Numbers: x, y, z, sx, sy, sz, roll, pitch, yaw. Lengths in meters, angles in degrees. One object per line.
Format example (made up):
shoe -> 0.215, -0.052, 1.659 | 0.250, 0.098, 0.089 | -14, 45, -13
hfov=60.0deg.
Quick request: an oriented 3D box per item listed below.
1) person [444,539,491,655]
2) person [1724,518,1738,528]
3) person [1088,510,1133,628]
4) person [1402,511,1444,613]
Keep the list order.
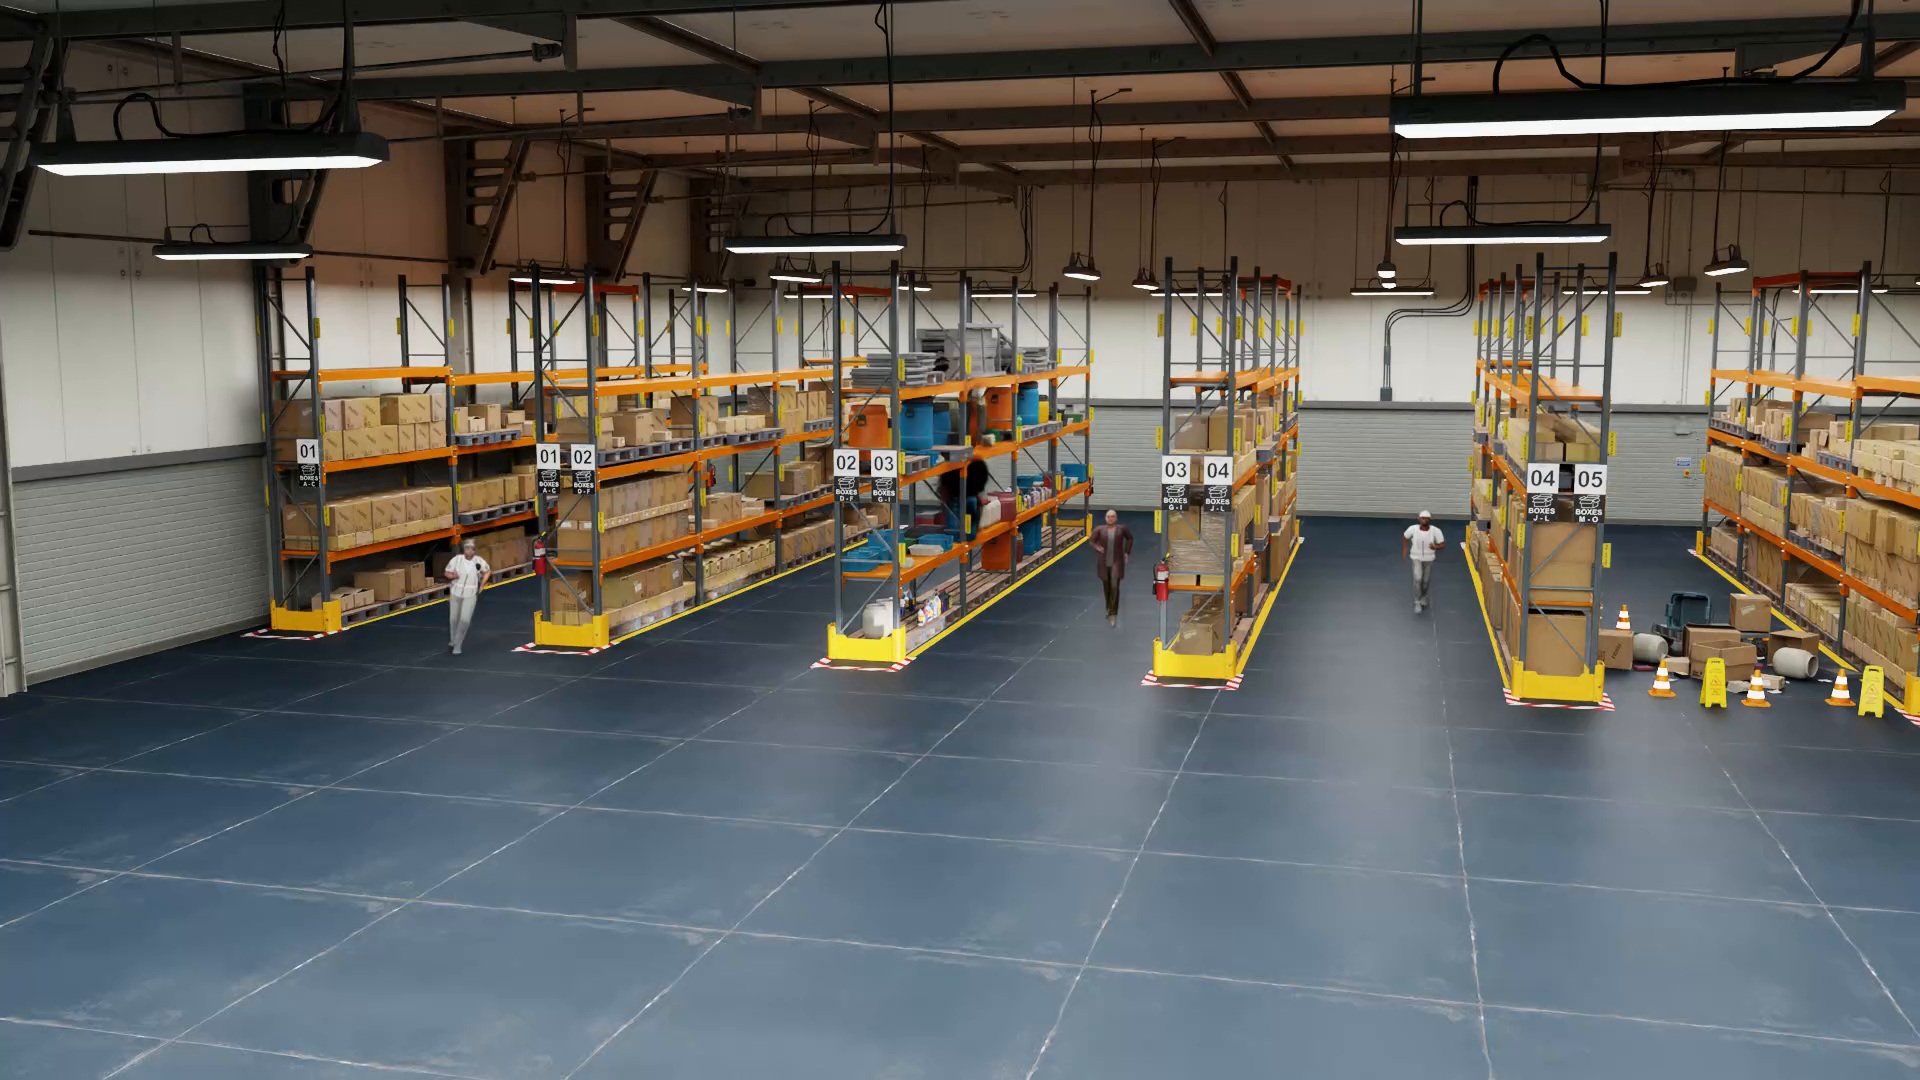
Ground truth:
person -> -7.683, 0.872, 25.909 | 0.677, 1.814, 0.749 | -1, 7, -7
person -> 17.671, -0.635, 37.900 | 0.608, 1.688, 0.684 | 7, 10, 44
person -> 2.416, 0.431, 26.860 | 0.688, 1.853, 0.850 | 2, 7, 15
person -> 8.238, 0.356, 29.571 | 0.707, 1.773, 0.896 | 1, 7, 10
